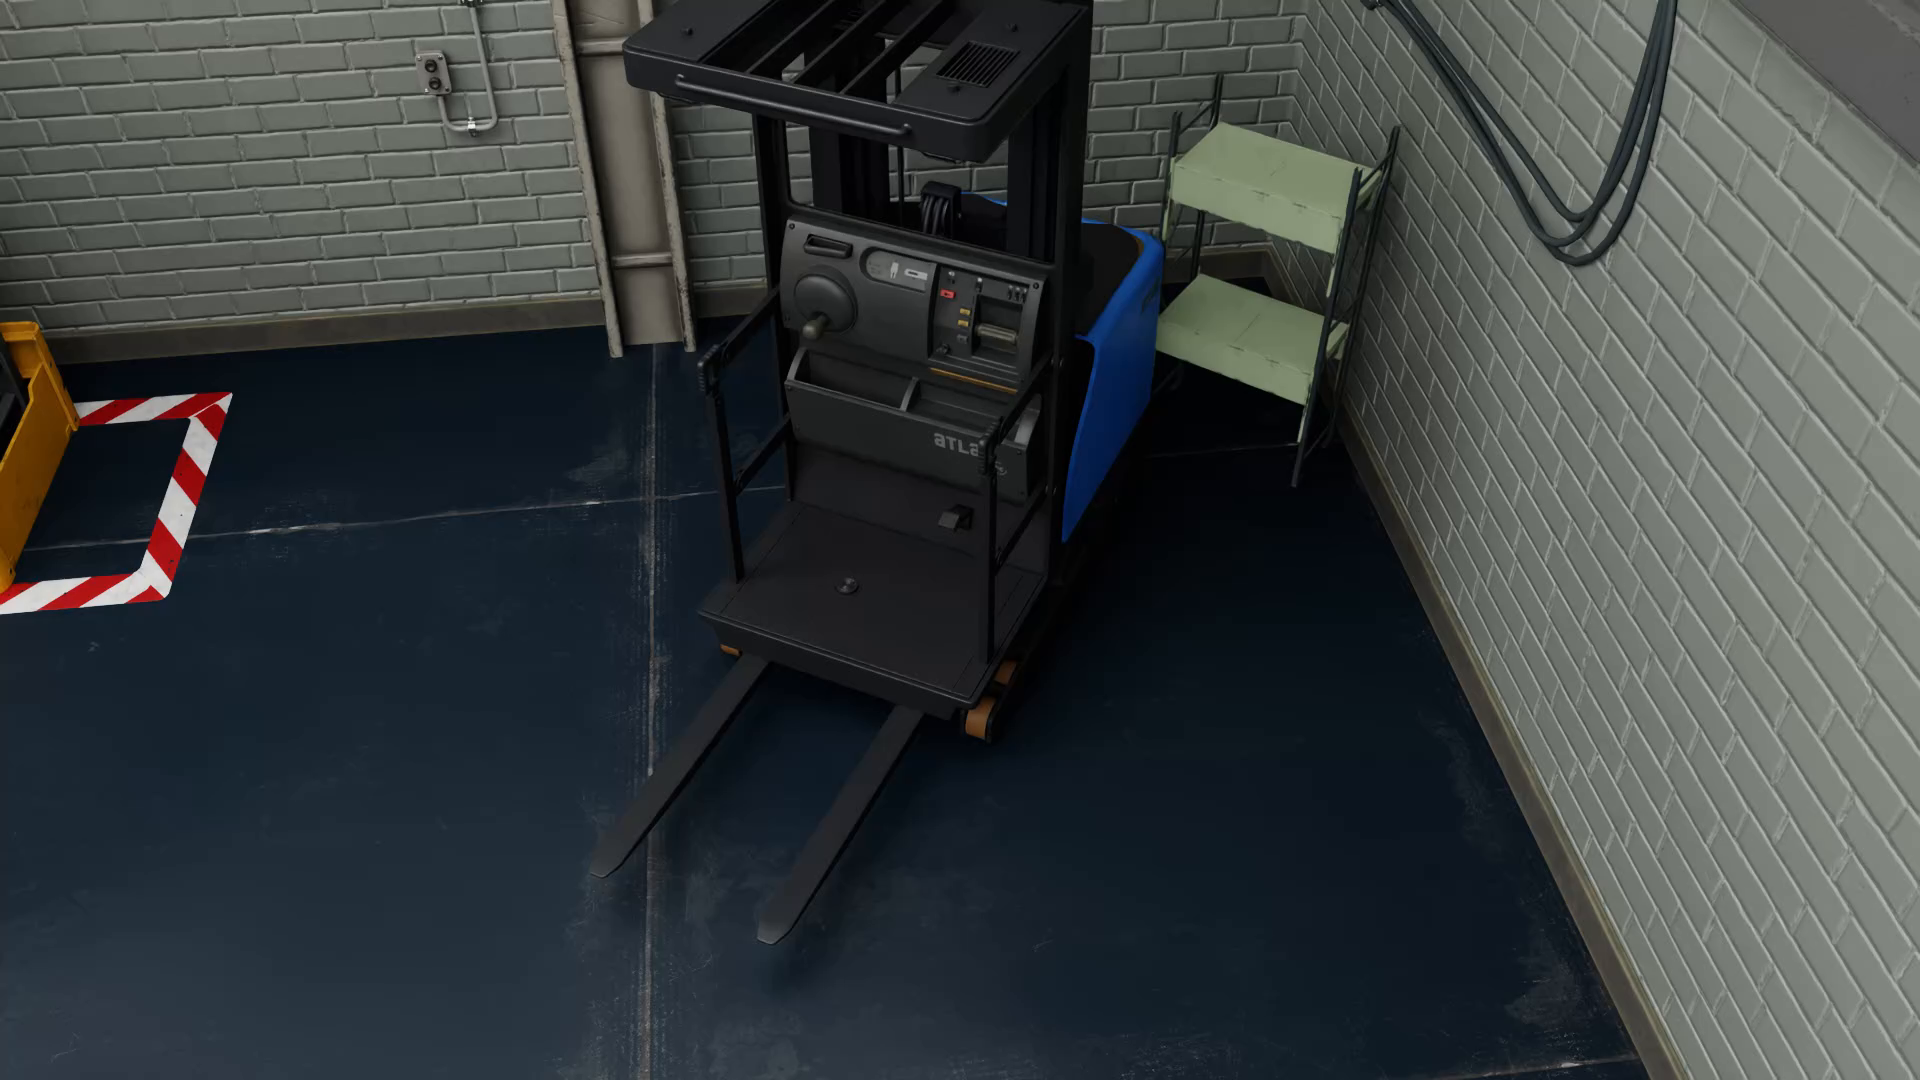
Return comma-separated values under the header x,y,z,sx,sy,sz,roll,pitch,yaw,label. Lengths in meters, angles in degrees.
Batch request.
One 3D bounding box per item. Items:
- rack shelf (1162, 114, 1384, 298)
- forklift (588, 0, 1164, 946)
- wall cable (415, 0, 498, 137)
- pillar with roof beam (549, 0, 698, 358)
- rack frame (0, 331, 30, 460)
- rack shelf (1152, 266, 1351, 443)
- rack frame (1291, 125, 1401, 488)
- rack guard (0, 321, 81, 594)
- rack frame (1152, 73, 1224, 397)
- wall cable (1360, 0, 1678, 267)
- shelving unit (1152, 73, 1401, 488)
x,y,z,sx,sy,sz,roll,pitch,yaw,label
1.220,-1.312,6.490,0.720,0.370,0.431,24,47,23,rack shelf
-0.254,-0.708,5.346,1.130,2.935,3.031,17,45,18,forklift
-2.854,-2.384,6.395,1.851,1.984,0.084,-5,42,-6,wall cable
-0.878,-1.445,1.633,0.400,9.000,9.100,-5,42,-6,pillar with roof beam
-4.001,-1.267,5.915,0.127,3.000,1.000,-5,42,-6,rack frame
1.208,-0.785,6.976,0.720,0.370,0.431,24,47,23,rack shelf
1.522,-0.887,6.613,0.023,1.500,0.400,24,47,23,rack frame
-3.977,-0.341,6.755,0.348,0.500,1.175,-5,42,-6,rack guard
0.905,-1.163,6.896,0.023,1.500,0.400,24,47,23,rack frame
1.653,-2.596,5.228,0.112,2.526,3.097,-5,42,-6,wall cable
1.214,-1.025,6.755,0.755,1.500,0.431,24,47,23,shelving unit
